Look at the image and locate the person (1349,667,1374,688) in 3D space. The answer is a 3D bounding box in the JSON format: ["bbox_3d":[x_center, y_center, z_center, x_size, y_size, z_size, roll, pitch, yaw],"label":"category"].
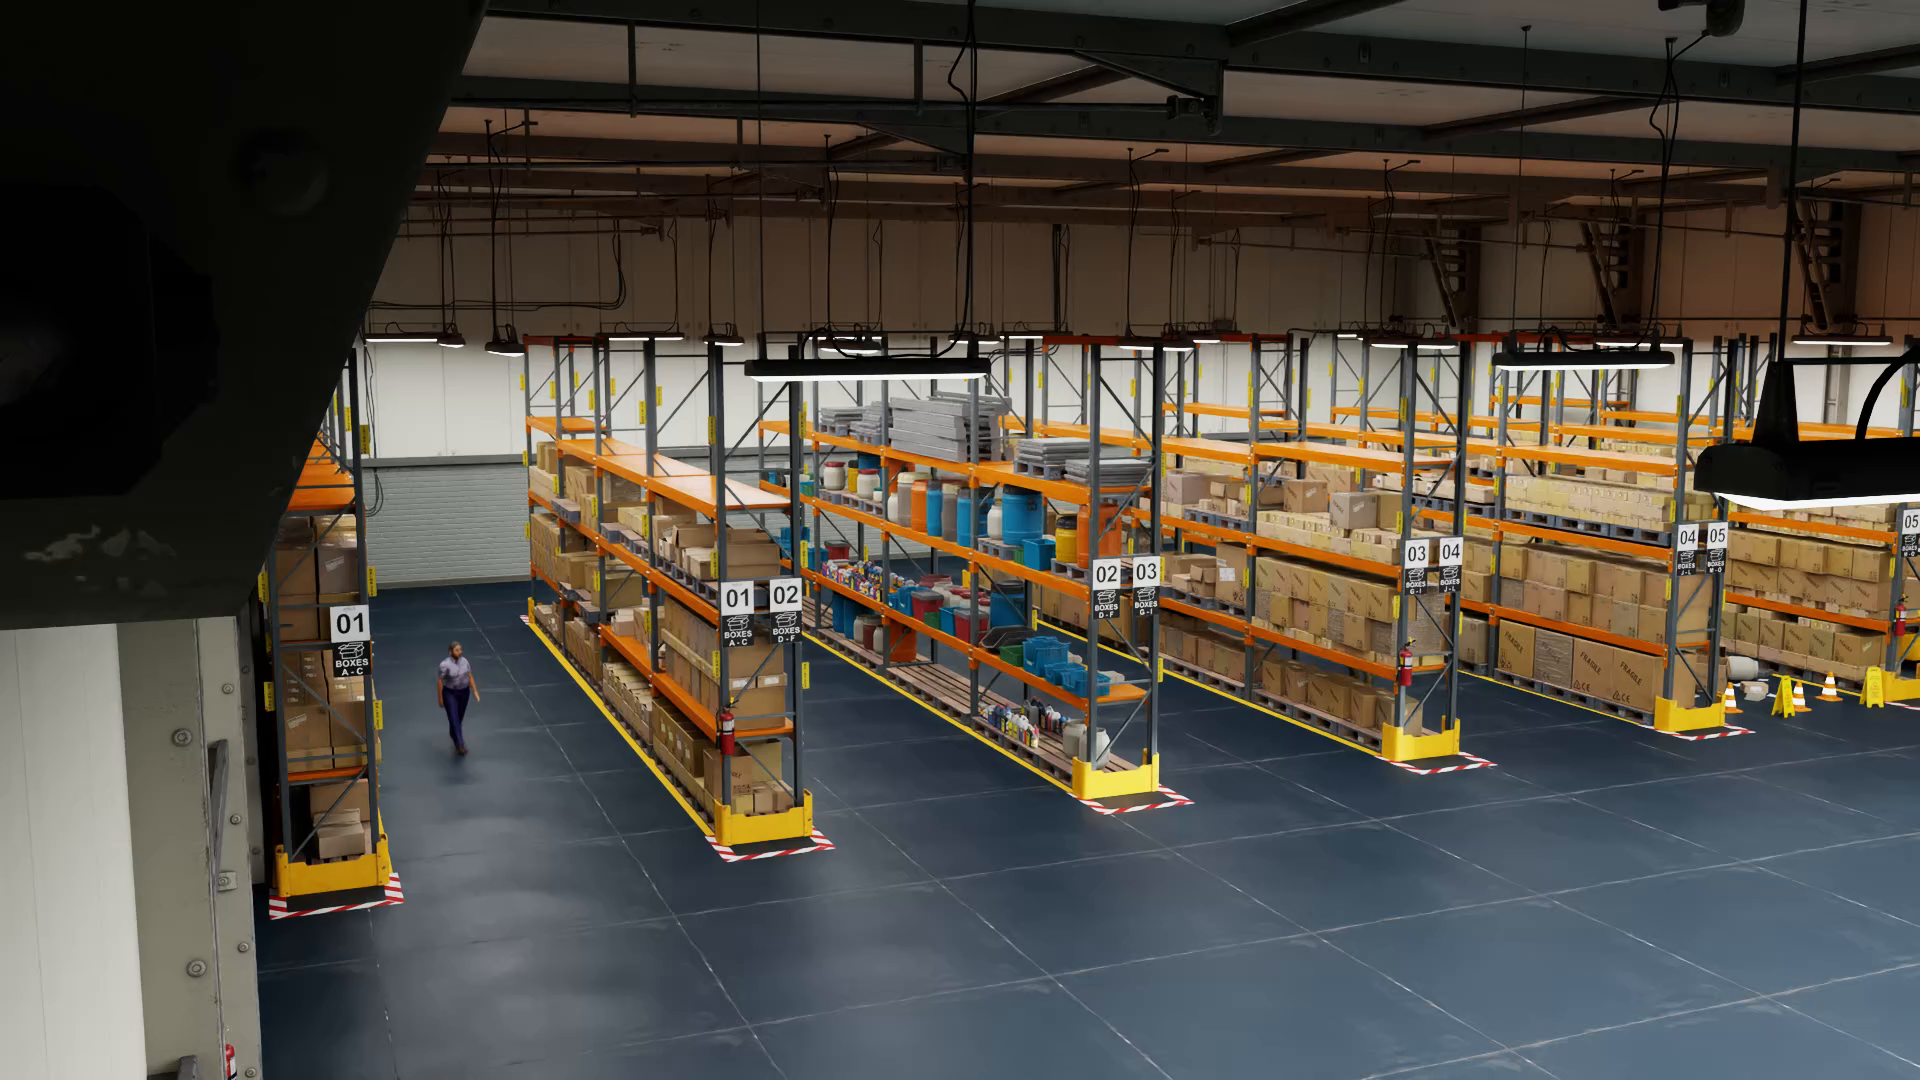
[{"bbox_3d":[6.714,1.748,27.931,0.623,1.778,0.589,-2,8,-12],"label":"person"}]

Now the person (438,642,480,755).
[{"bbox_3d":[-7.400,2.277,24.476,0.554,1.579,1.083,-6,10,-38],"label":"person"}]
